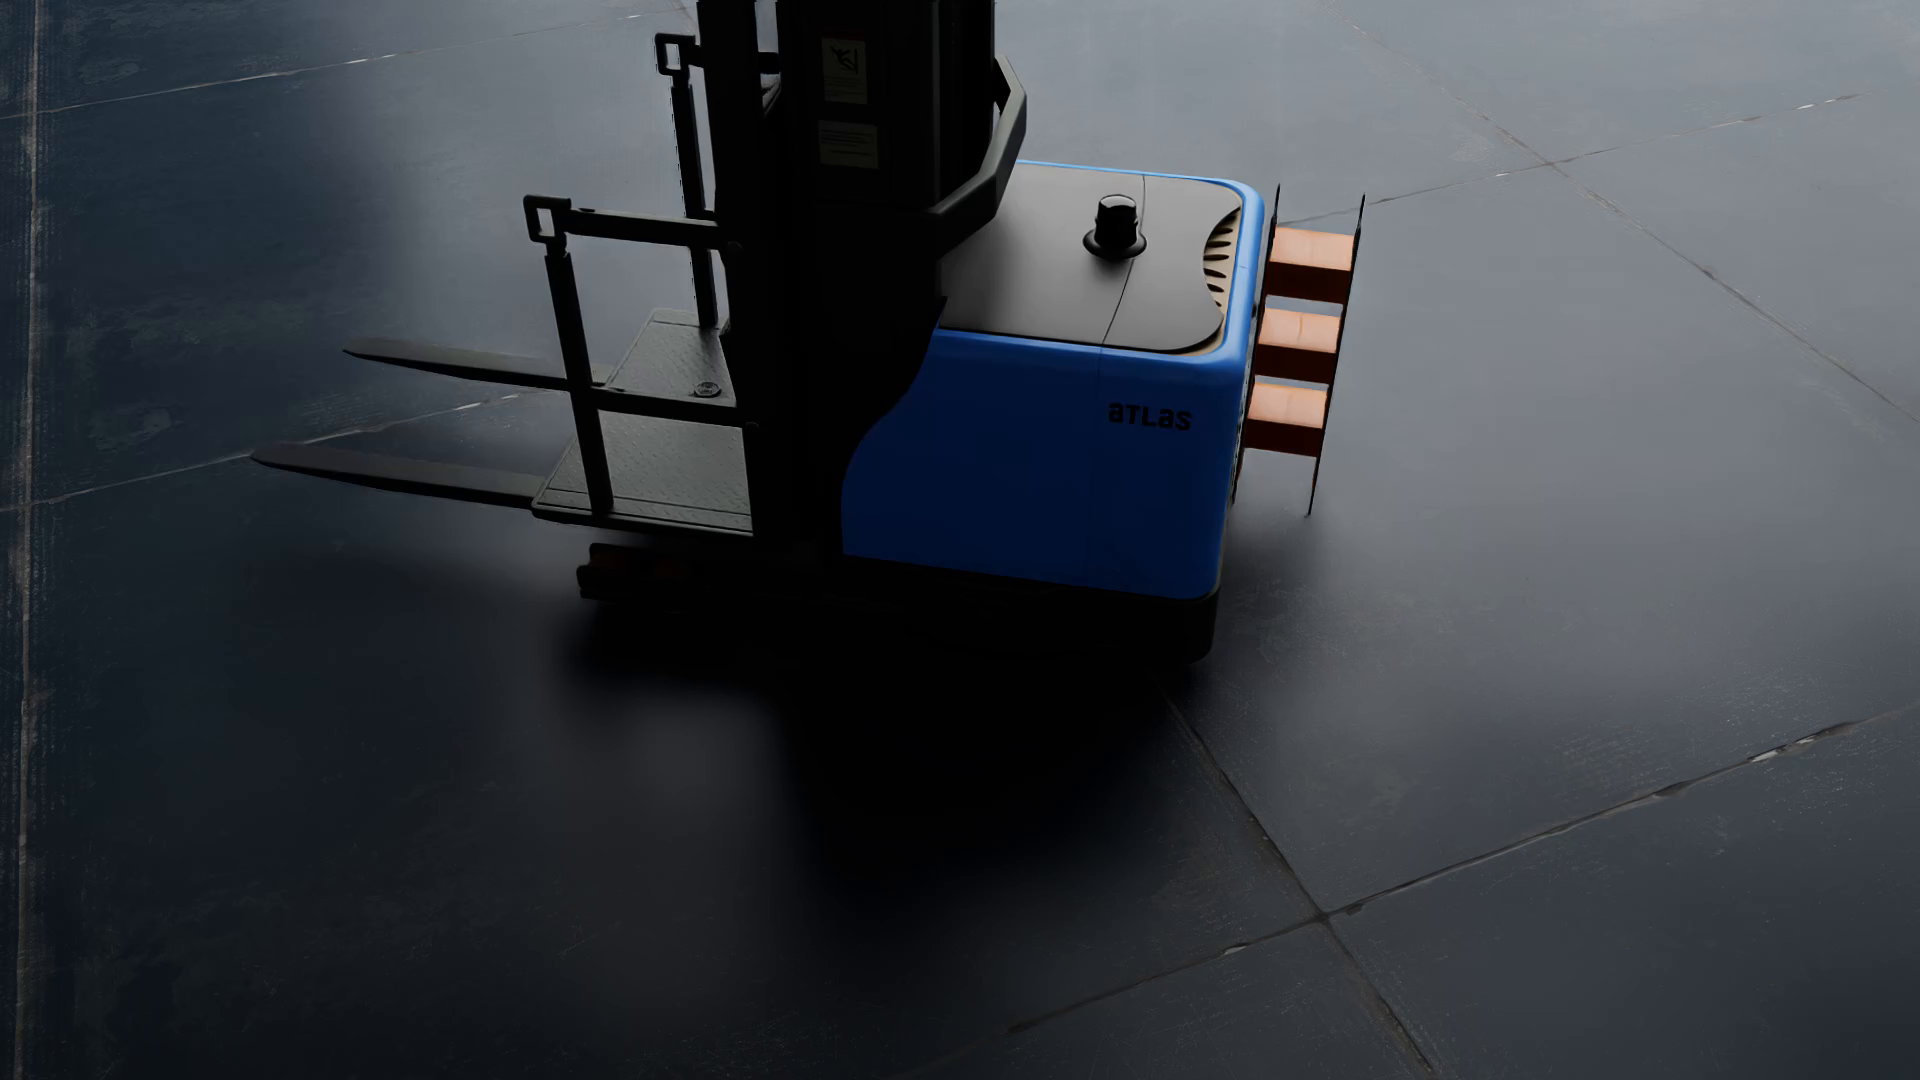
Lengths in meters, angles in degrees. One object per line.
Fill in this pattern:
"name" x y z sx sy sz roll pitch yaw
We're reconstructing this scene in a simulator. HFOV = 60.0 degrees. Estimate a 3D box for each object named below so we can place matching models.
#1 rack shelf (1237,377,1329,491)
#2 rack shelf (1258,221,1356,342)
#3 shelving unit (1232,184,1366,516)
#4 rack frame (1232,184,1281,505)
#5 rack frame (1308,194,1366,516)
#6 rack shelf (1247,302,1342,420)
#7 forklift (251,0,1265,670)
"rack shelf" 1.025 -0.338 5.281 0.240 0.259 0.215 9 42 10
"rack shelf" 1.025 -0.764 4.914 0.240 0.259 0.215 9 42 10
"shelving unit" 1.025 -0.557 5.093 0.252 1.050 0.215 9 42 10
"rack frame" 0.907 -0.576 5.114 0.008 1.050 0.200 9 42 10
"rack frame" 1.144 -0.538 5.071 0.008 1.050 0.200 9 42 10
"rack shelf" 1.025 -0.549 5.099 0.240 0.259 0.215 9 42 10
"forklift" -0.676 -1.219 4.419 3.031 2.935 1.130 8 41 9
